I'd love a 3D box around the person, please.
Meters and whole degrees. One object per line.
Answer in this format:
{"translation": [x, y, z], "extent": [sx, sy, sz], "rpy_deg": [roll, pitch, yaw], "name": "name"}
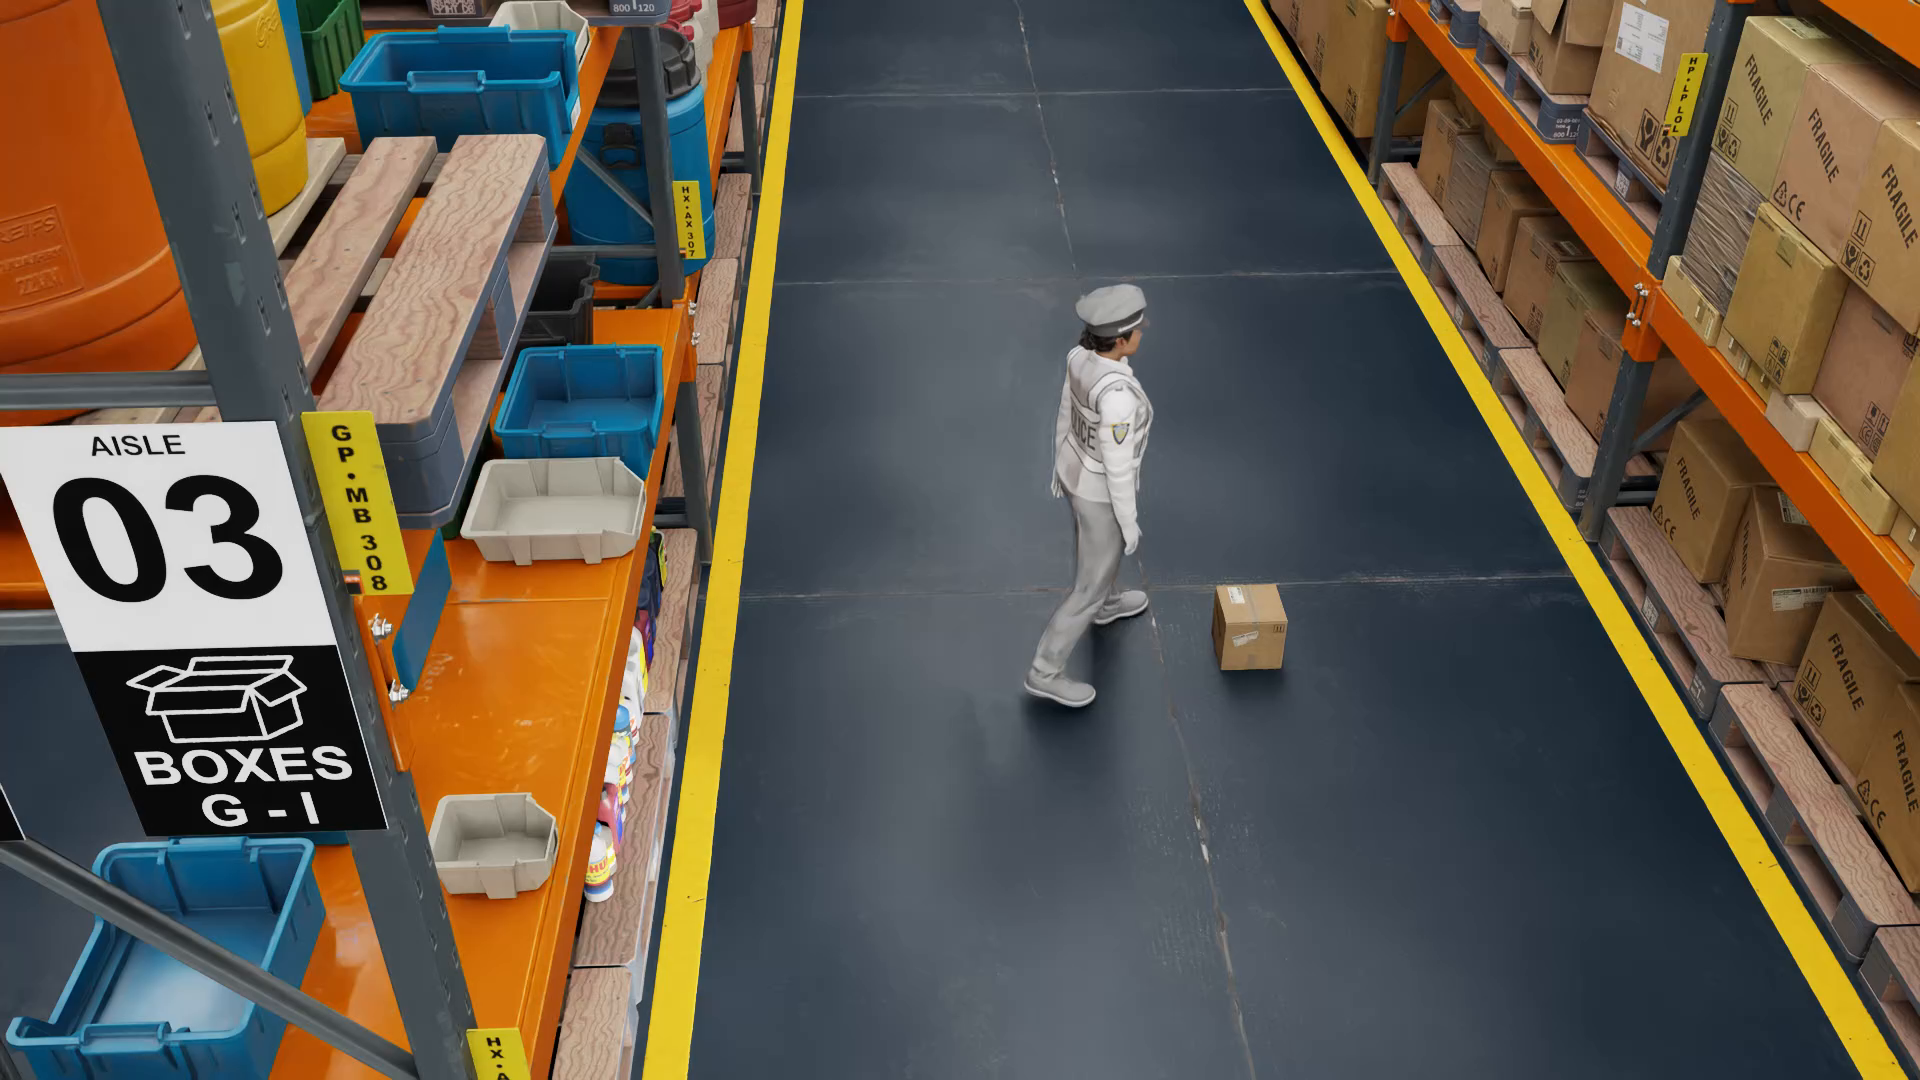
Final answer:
{"translation": [0.543, -0.194, 6.399], "extent": [0.715, 1.651, 0.635], "rpy_deg": [-10, 37, -14], "name": "person"}
